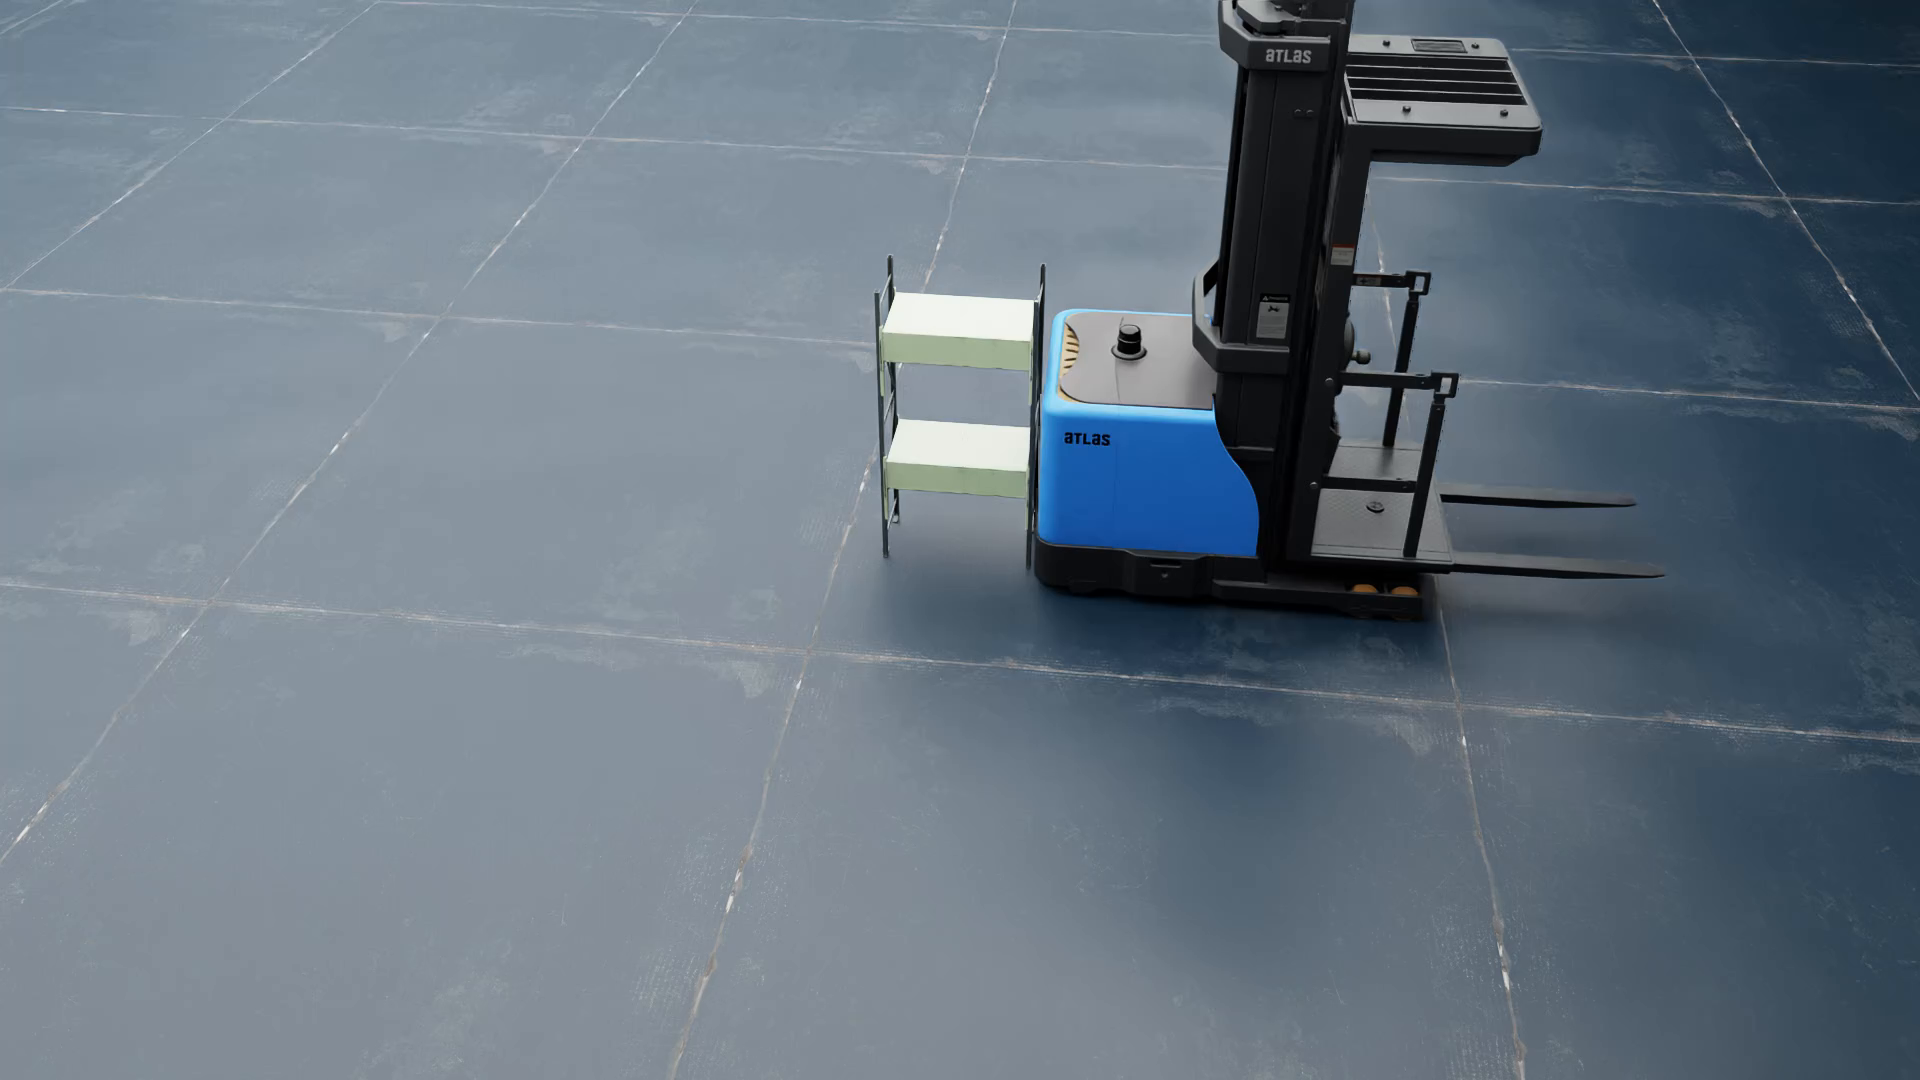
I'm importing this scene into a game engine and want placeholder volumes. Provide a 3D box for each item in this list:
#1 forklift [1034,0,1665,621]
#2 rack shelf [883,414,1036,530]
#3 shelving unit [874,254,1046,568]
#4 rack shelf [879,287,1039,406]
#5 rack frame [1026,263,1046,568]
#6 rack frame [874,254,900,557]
[{"bbox_3d":[1.920,-1.129,7.665,3.031,2.935,1.130,4,36,5],"label":"forklift"},{"bbox_3d":[0.007,-0.345,8.360,0.720,0.370,0.431,4,36,6],"label":"rack shelf"},{"bbox_3d":[0.007,-0.610,8.171,0.755,1.500,0.431,4,36,6],"label":"shelving unit"},{"bbox_3d":[0.007,-0.928,7.944,0.720,0.370,0.431,4,36,6],"label":"rack shelf"},{"bbox_3d":[0.370,-0.583,8.133,0.023,1.500,0.400,4,36,6],"label":"rack frame"},{"bbox_3d":[-0.356,-0.637,8.209,0.023,1.500,0.400,4,36,6],"label":"rack frame"}]
